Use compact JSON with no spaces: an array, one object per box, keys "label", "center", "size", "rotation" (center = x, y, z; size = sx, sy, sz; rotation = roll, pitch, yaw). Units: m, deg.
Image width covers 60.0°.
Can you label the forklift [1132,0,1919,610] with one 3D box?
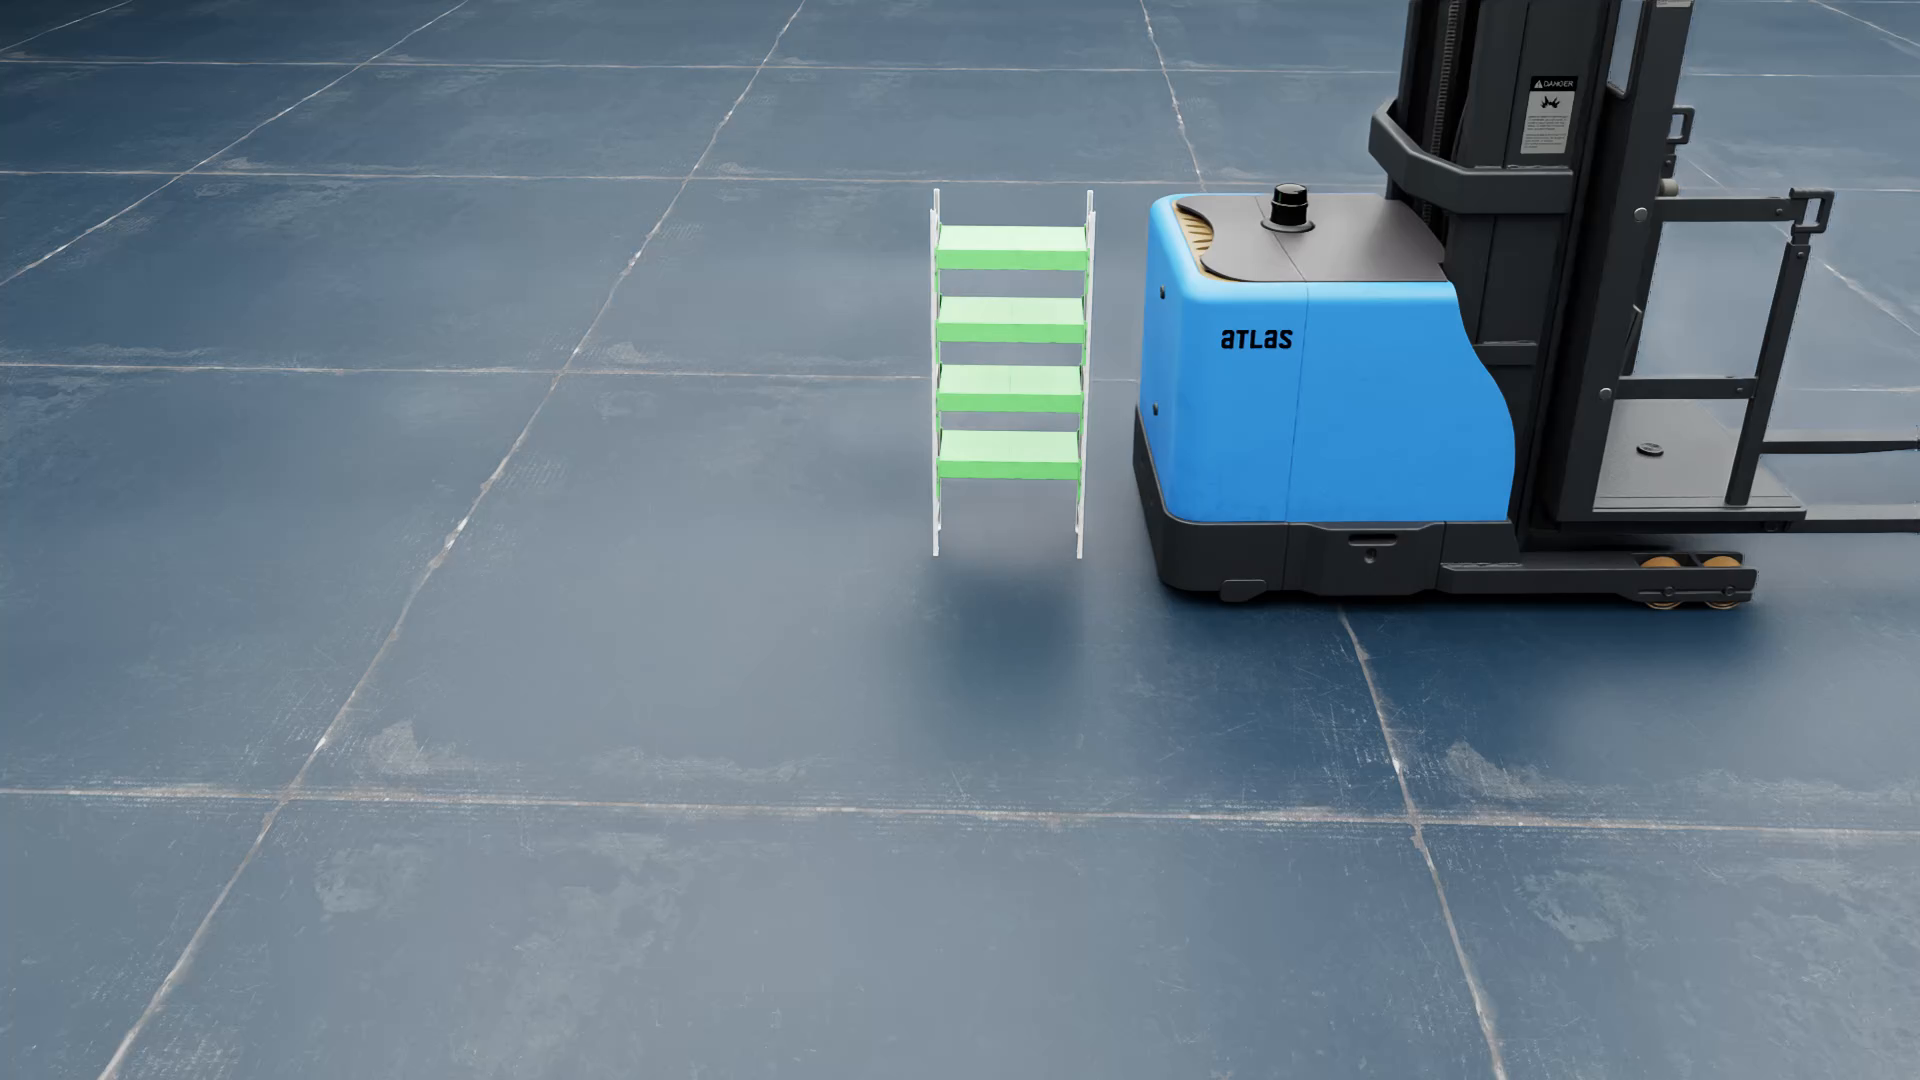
[{"label":"forklift","center":[2.155,-1.321,5.113],"size":[3.031,2.935,1.130],"rotation":[0,28,-1]}]

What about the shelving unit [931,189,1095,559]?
[{"label":"shelving unit","center":[0.165,-0.527,5.464],"size":[0.503,1.200,0.258],"rotation":[1,28,2]}]

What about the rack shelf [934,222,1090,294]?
[{"label":"rack shelf","center":[0.165,-0.895,5.269],"size":[0.480,0.148,0.258],"rotation":[1,28,2]}]

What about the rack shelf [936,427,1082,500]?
[{"label":"rack shelf","center":[0.165,-0.259,5.606],"size":[0.480,0.148,0.258],"rotation":[1,28,2]}]

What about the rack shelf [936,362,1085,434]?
[{"label":"rack shelf","center":[0.165,-0.471,5.494],"size":[0.480,0.148,0.258],"rotation":[1,28,2]}]

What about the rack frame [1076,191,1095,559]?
[{"label":"rack frame","center":[0.409,-0.523,5.456],"size":[0.015,1.200,0.240],"rotation":[1,28,2]}]

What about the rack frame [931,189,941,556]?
[{"label":"rack frame","center":[-0.078,-0.531,5.471],"size":[0.015,1.200,0.240],"rotation":[1,28,2]}]

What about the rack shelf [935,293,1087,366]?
[{"label":"rack shelf","center":[0.165,-0.683,5.381],"size":[0.480,0.148,0.258],"rotation":[1,28,2]}]
